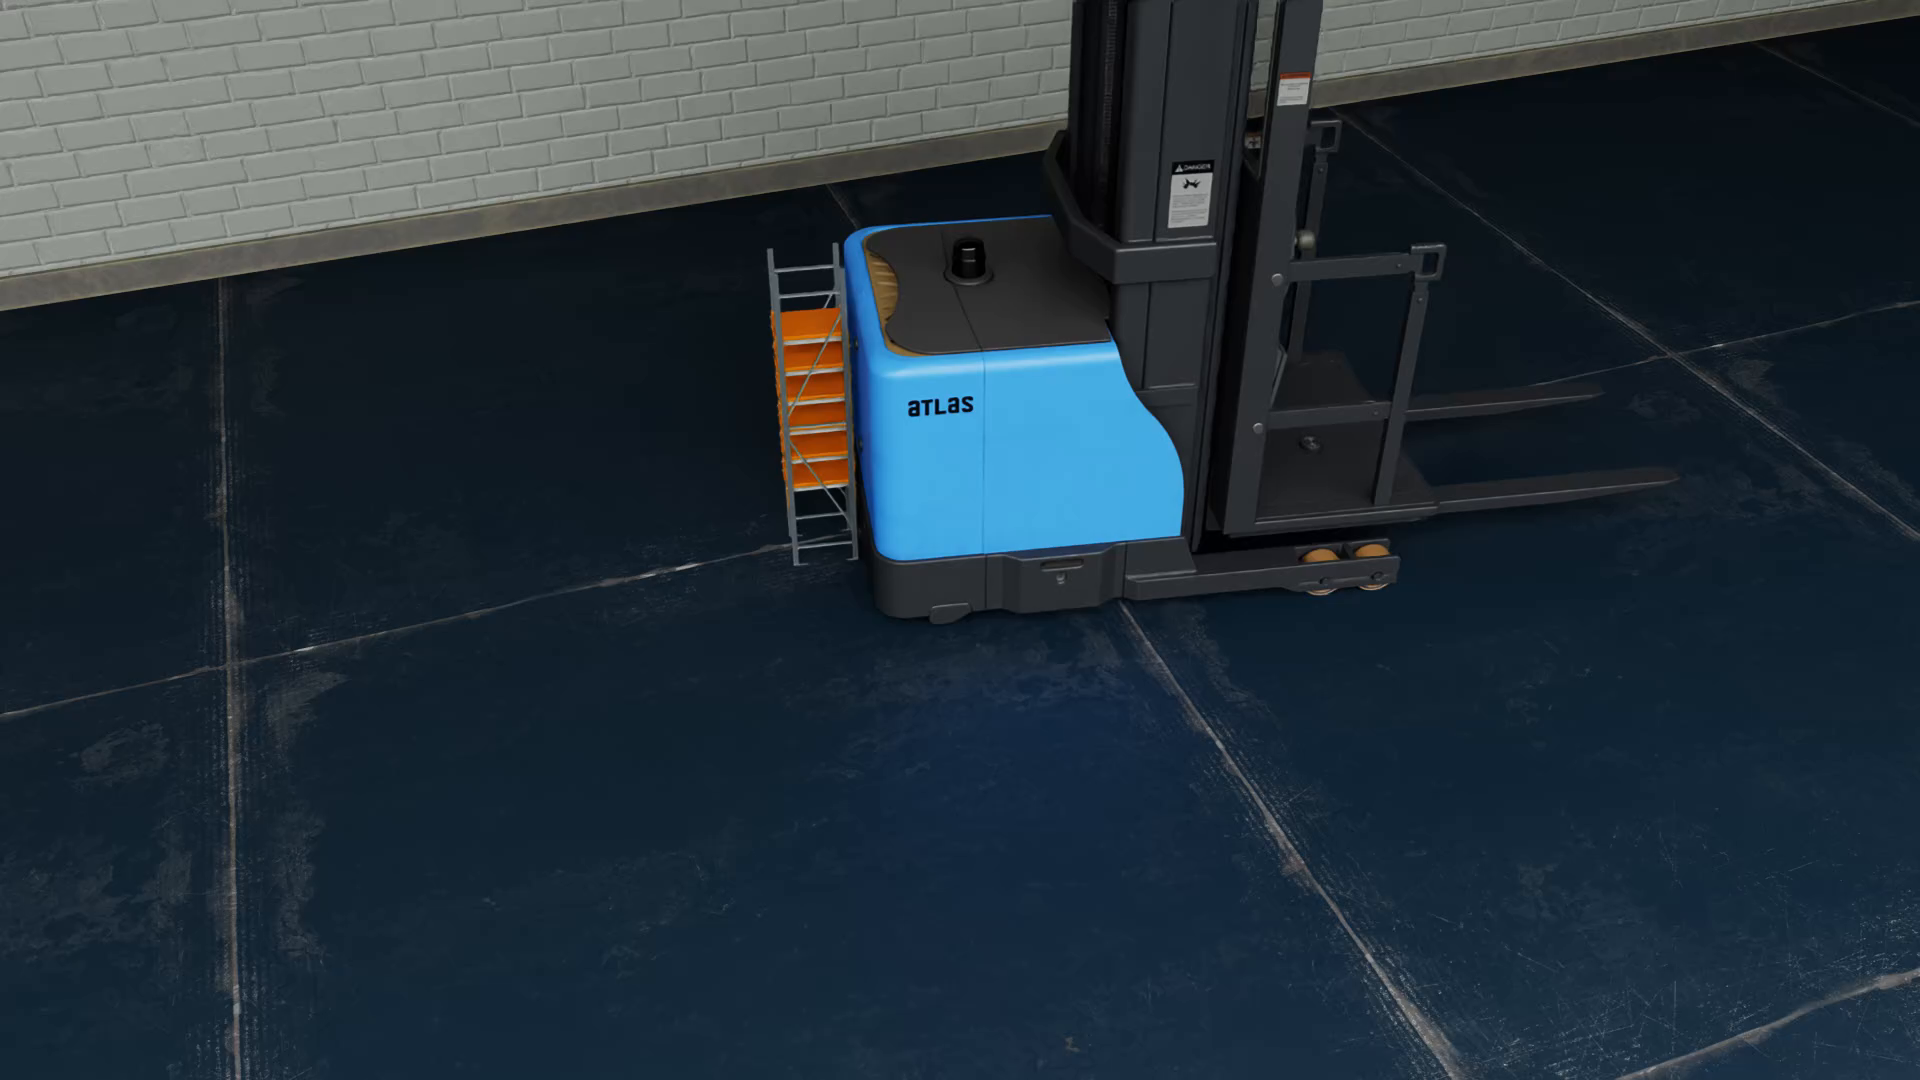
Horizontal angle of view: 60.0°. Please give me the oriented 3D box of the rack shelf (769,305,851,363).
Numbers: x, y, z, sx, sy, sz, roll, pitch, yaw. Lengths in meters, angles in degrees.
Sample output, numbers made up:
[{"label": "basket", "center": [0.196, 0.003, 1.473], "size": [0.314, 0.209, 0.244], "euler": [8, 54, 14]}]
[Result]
[{"label": "rack shelf", "center": [-0.510, -0.702, 5.660], "size": [0.258, 0.103, 0.180], "euler": [-6, 37, -8]}]

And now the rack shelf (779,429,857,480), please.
[{"label": "rack shelf", "center": [-0.510, -0.318, 5.949], "size": [0.258, 0.103, 0.180], "euler": [-6, 37, -8]}]

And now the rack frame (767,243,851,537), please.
[{"label": "rack frame", "center": [-0.526, -0.504, 5.922], "size": [0.240, 1.200, 0.006], "euler": [-6, 37, -8]}]

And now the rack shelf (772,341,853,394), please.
[{"label": "rack shelf", "center": [-0.510, -0.606, 5.732], "size": [0.258, 0.103, 0.180], "euler": [-6, 37, -8]}]

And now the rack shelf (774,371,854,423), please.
[{"label": "rack shelf", "center": [-0.510, -0.510, 5.804], "size": [0.258, 0.103, 0.180], "euler": [-6, 37, -8]}]

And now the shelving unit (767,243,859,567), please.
[{"label": "shelving unit", "center": [-0.510, -0.450, 5.850], "size": [0.258, 1.200, 0.189], "euler": [-6, 37, -8]}]

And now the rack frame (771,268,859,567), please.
[{"label": "rack frame", "center": [-0.494, -0.396, 5.778], "size": [0.240, 1.200, 0.006], "euler": [-6, 37, -8]}]

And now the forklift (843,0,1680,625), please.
[{"label": "forklift", "center": [1.132, -1.282, 5.516], "size": [3.031, 2.935, 1.130], "euler": [-5, 37, -7]}]

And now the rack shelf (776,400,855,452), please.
[{"label": "rack shelf", "center": [-0.510, -0.414, 5.877], "size": [0.258, 0.103, 0.180], "euler": [-6, 37, -8]}]

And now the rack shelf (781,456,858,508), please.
[{"label": "rack shelf", "center": [-0.510, -0.223, 6.021], "size": [0.258, 0.103, 0.180], "euler": [-6, 37, -8]}]
